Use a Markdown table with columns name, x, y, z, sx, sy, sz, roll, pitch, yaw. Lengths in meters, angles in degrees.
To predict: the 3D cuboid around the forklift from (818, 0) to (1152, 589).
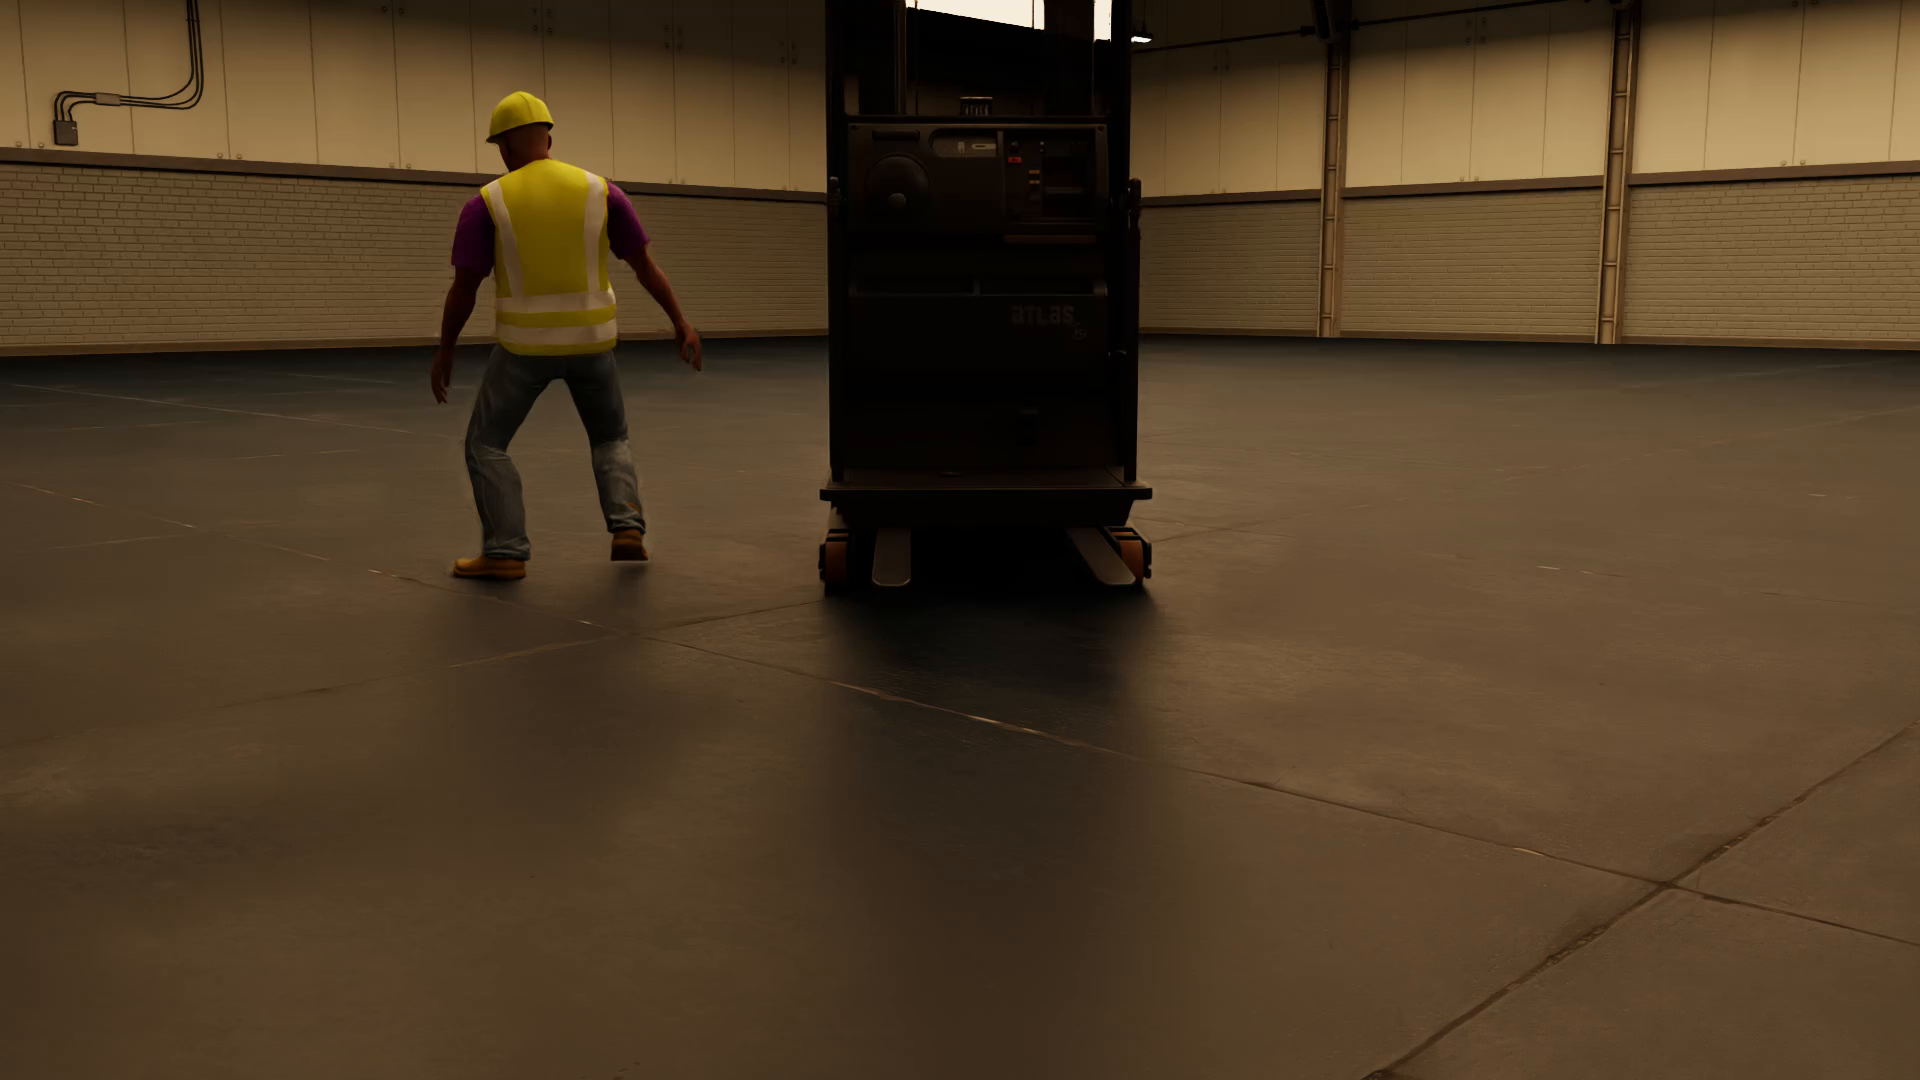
| name | x | y | z | sx | sy | sz | roll | pitch | yaw |
| --- | --- | --- | --- | --- | --- | --- | --- | --- | --- |
| forklift | 0.073 | -1.332 | 5.722 | 1.130 | 2.935 | 3.031 | 0 | 9 | -2 |

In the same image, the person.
| name | x | y | z | sx | sy | sz | roll | pitch | yaw |
| --- | --- | --- | --- | --- | --- | --- | --- | --- | --- |
| person | -1.389 | -0.722 | 5.883 | 0.935 | 1.683 | 0.491 | -3 | 9 | -20 |
